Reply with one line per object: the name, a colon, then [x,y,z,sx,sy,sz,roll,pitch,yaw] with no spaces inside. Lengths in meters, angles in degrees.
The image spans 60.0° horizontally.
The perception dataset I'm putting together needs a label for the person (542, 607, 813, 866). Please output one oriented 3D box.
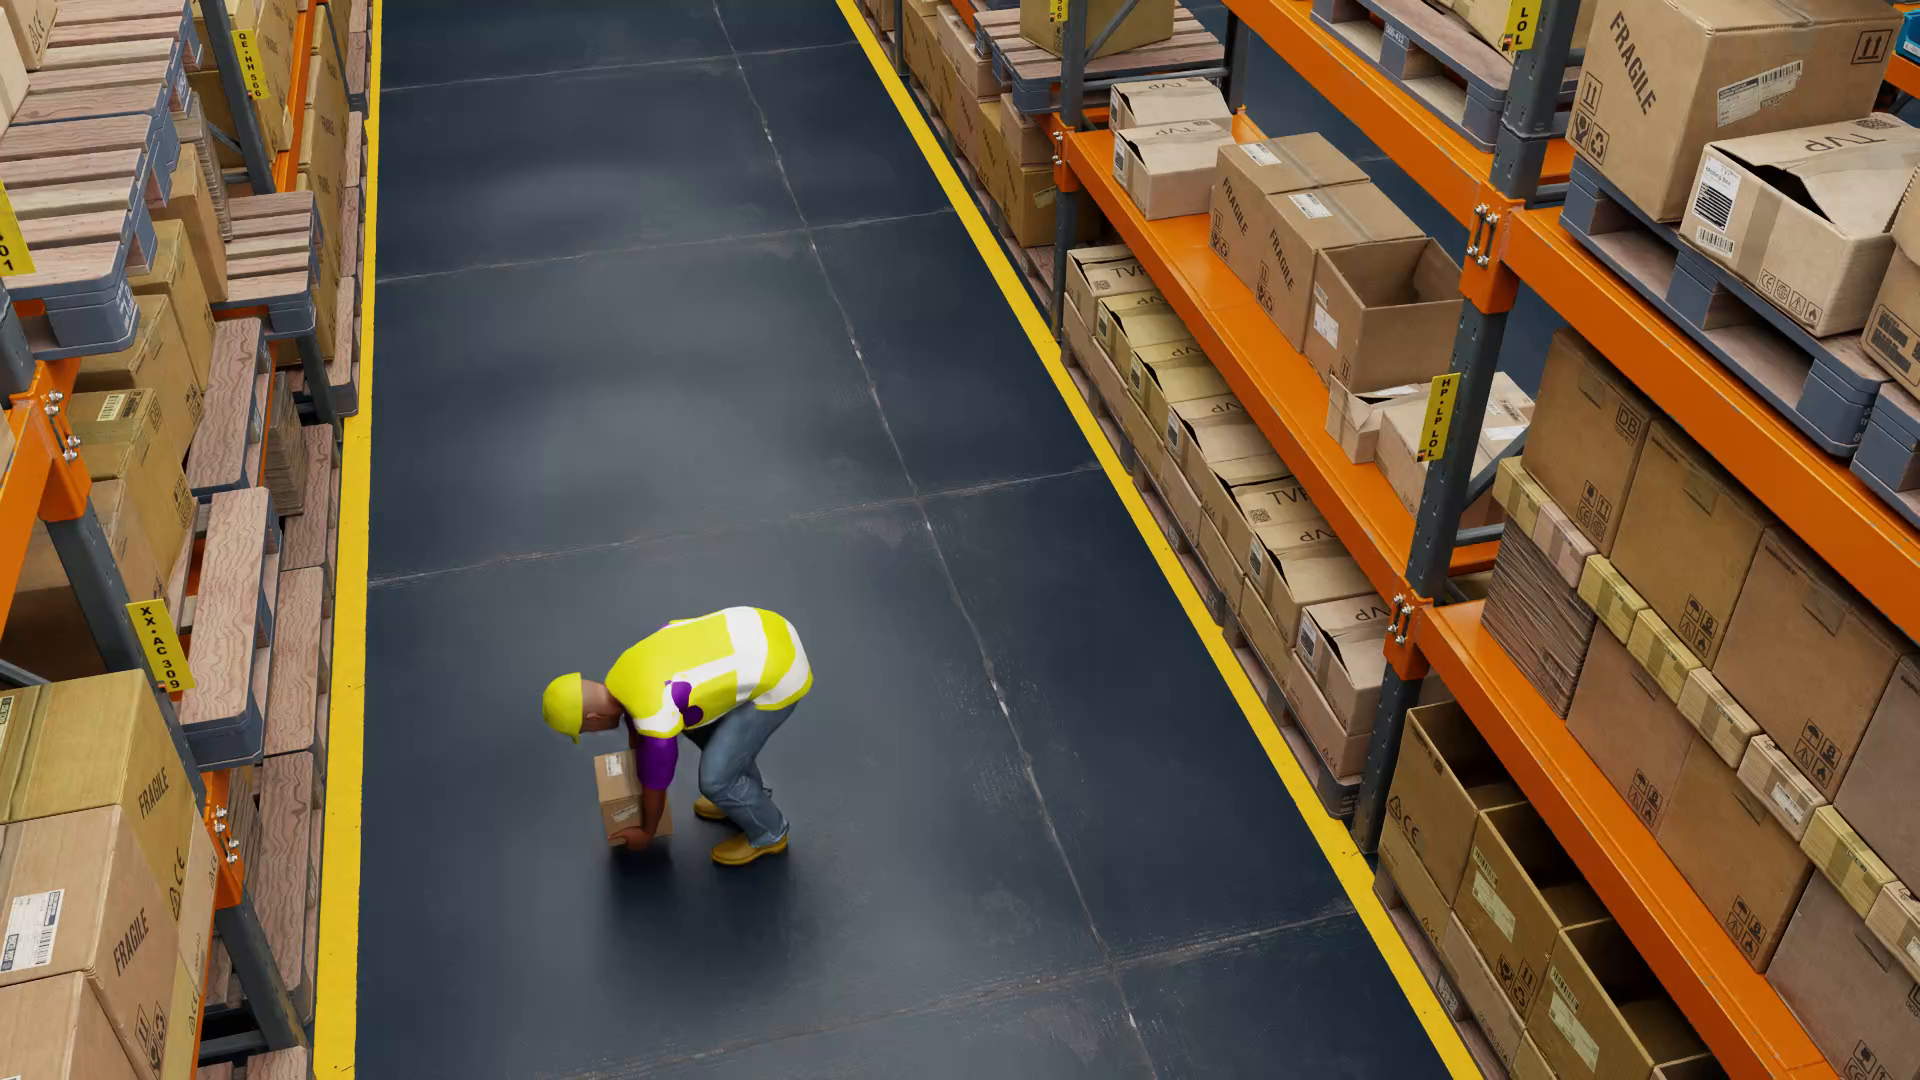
person: [-1.040,0.774,6.287,0.972,1.043,0.486,-10,39,-13]
